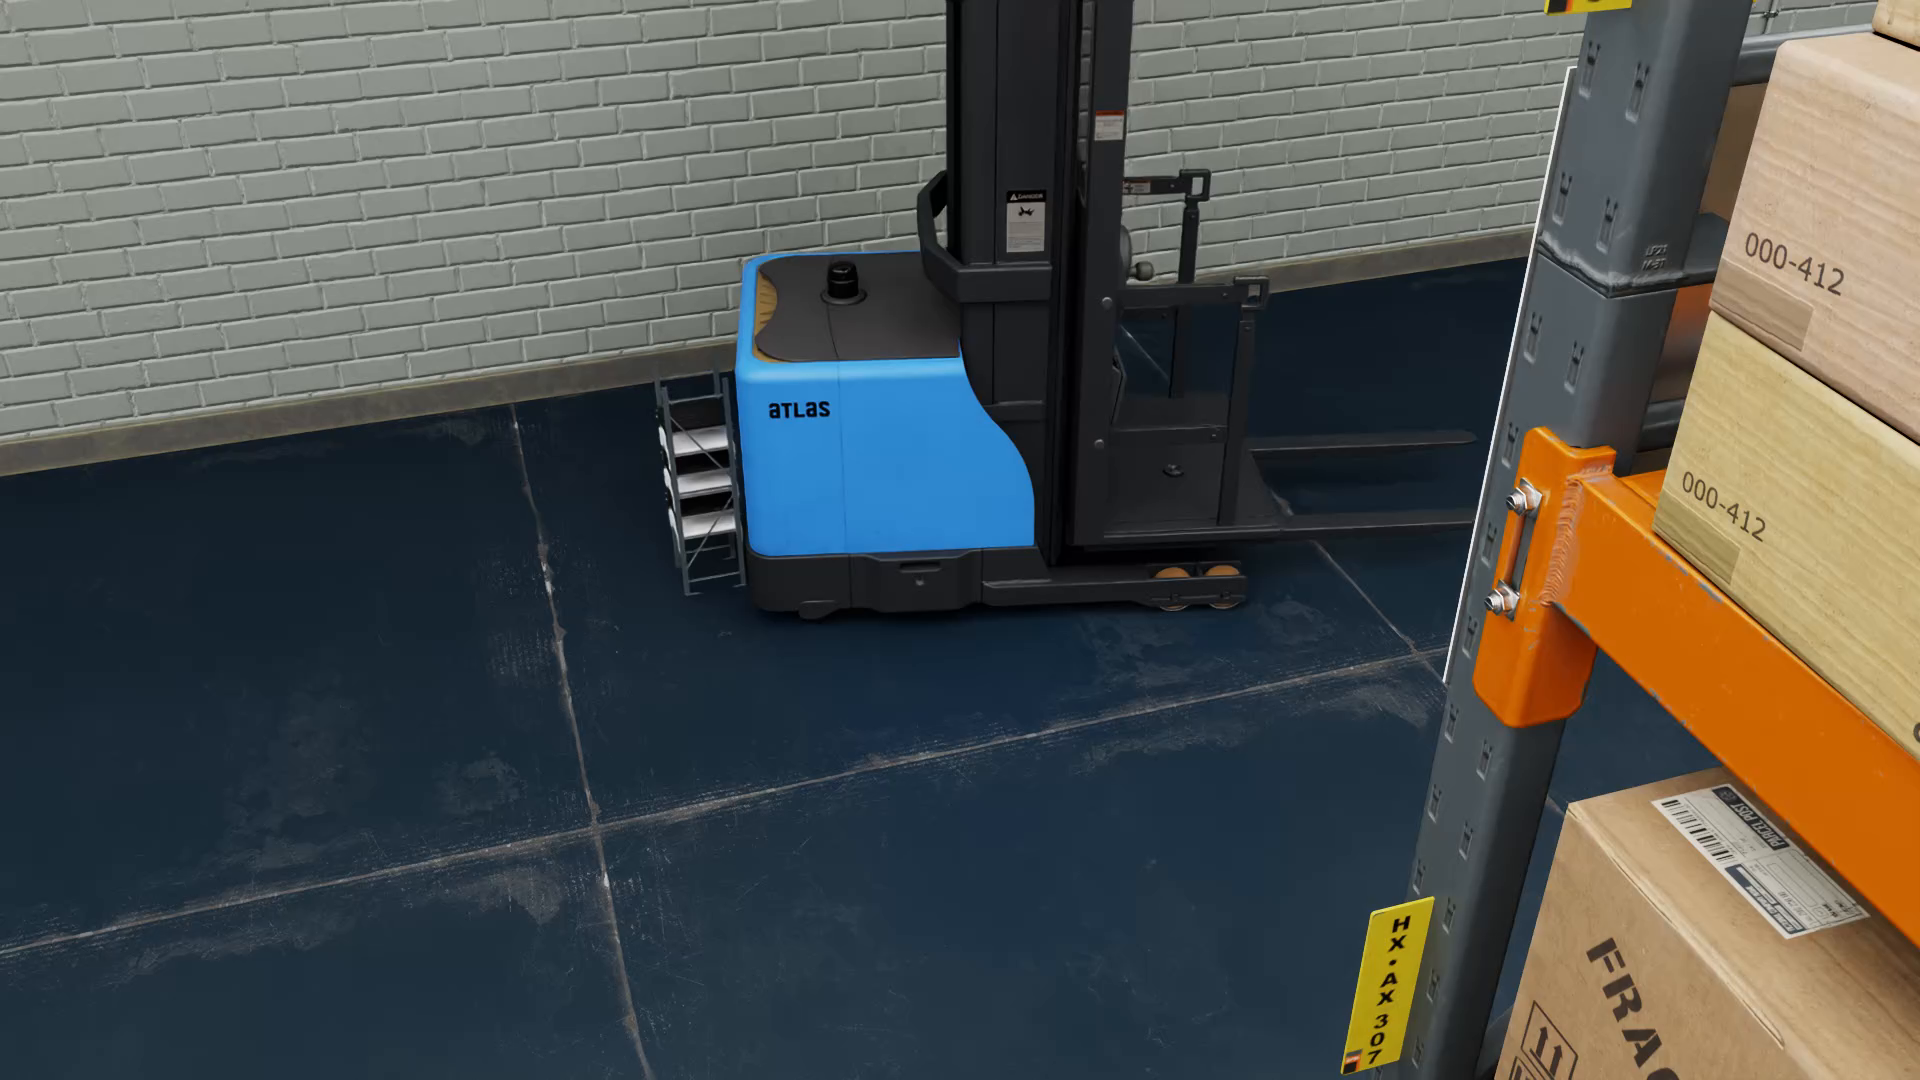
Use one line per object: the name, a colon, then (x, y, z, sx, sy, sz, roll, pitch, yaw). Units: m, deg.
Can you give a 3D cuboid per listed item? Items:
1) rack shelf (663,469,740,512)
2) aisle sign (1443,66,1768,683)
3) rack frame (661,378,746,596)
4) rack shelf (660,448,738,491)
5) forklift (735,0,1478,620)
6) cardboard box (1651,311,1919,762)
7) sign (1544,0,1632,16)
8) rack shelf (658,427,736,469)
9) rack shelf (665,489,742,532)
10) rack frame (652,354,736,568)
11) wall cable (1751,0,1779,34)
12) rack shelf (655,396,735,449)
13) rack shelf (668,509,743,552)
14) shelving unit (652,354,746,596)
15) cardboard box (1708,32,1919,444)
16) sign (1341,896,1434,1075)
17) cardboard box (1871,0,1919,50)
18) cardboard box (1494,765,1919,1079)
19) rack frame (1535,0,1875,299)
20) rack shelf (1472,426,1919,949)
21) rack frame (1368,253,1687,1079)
rack shelf: (-0.981, -0.209, 6.307, 0.258, 0.077, 0.200, -10, 34, -15)
aisle sign: (0.802, -0.181, 1.945, 0.394, 0.787, 0.004, -10, 35, -15)
rack frame: (-0.950, -0.185, 6.207, 0.240, 0.900, 0.006, -10, 34, -15)
rack shelf: (-0.981, -0.285, 6.258, 0.258, 0.077, 0.200, -10, 34, -15)
forklift: (0.686, -1.241, 5.970, 3.031, 2.935, 1.130, -2, 34, -4)
cardboard box: (1.003, -0.019, 1.473, 0.500, 0.250, 0.500, -9, 34, -13)
sign: (0.593, -0.634, 1.474, 0.100, 0.325, 0.005, -10, 35, -15)
rack shelf: (-0.982, -0.361, 6.210, 0.258, 0.077, 0.200, -10, 34, -15)
rack shelf: (-0.980, -0.133, 6.355, 0.258, 0.077, 0.200, -10, 34, -15)
rack frame: (-1.012, -0.289, 6.371, 0.240, 0.900, 0.006, -10, 34, -15)
wall cable: (4.051, -3.388, 8.206, 0.585, 1.953, 0.123, -10, 35, -15)
rack shelf: (-0.982, -0.436, 6.161, 0.258, 0.077, 0.200, -10, 34, -15)
rack shelf: (-0.980, -0.057, 6.404, 0.258, 0.077, 0.200, -10, 34, -15)
shelving unit: (-0.981, -0.237, 6.289, 0.258, 0.900, 0.210, -10, 34, -15)
cardboard box: (0.999, -0.227, 1.334, 0.500, 0.250, 0.500, -9, 35, -14)
sign: (0.593, 0.621, 2.304, 0.100, 0.325, 0.005, -10, 35, -15)
cardboard box: (0.992, -0.464, 1.332, 0.380, 0.149, 0.250, -10, 35, -15)
cardboard box: (0.994, 0.589, 1.871, 0.500, 0.500, 0.500, -10, 35, -15)
rack frame: (1.110, -1.612, 1.027, 1.000, 3.000, 0.127, -10, 35, -15)
rack shelf: (1.720, 0.990, 0.463, 1.077, 0.370, 4.000, -10, 35, -15)
rack frame: (1.110, 0.891, 2.680, 1.000, 3.000, 0.127, -10, 35, -15)
